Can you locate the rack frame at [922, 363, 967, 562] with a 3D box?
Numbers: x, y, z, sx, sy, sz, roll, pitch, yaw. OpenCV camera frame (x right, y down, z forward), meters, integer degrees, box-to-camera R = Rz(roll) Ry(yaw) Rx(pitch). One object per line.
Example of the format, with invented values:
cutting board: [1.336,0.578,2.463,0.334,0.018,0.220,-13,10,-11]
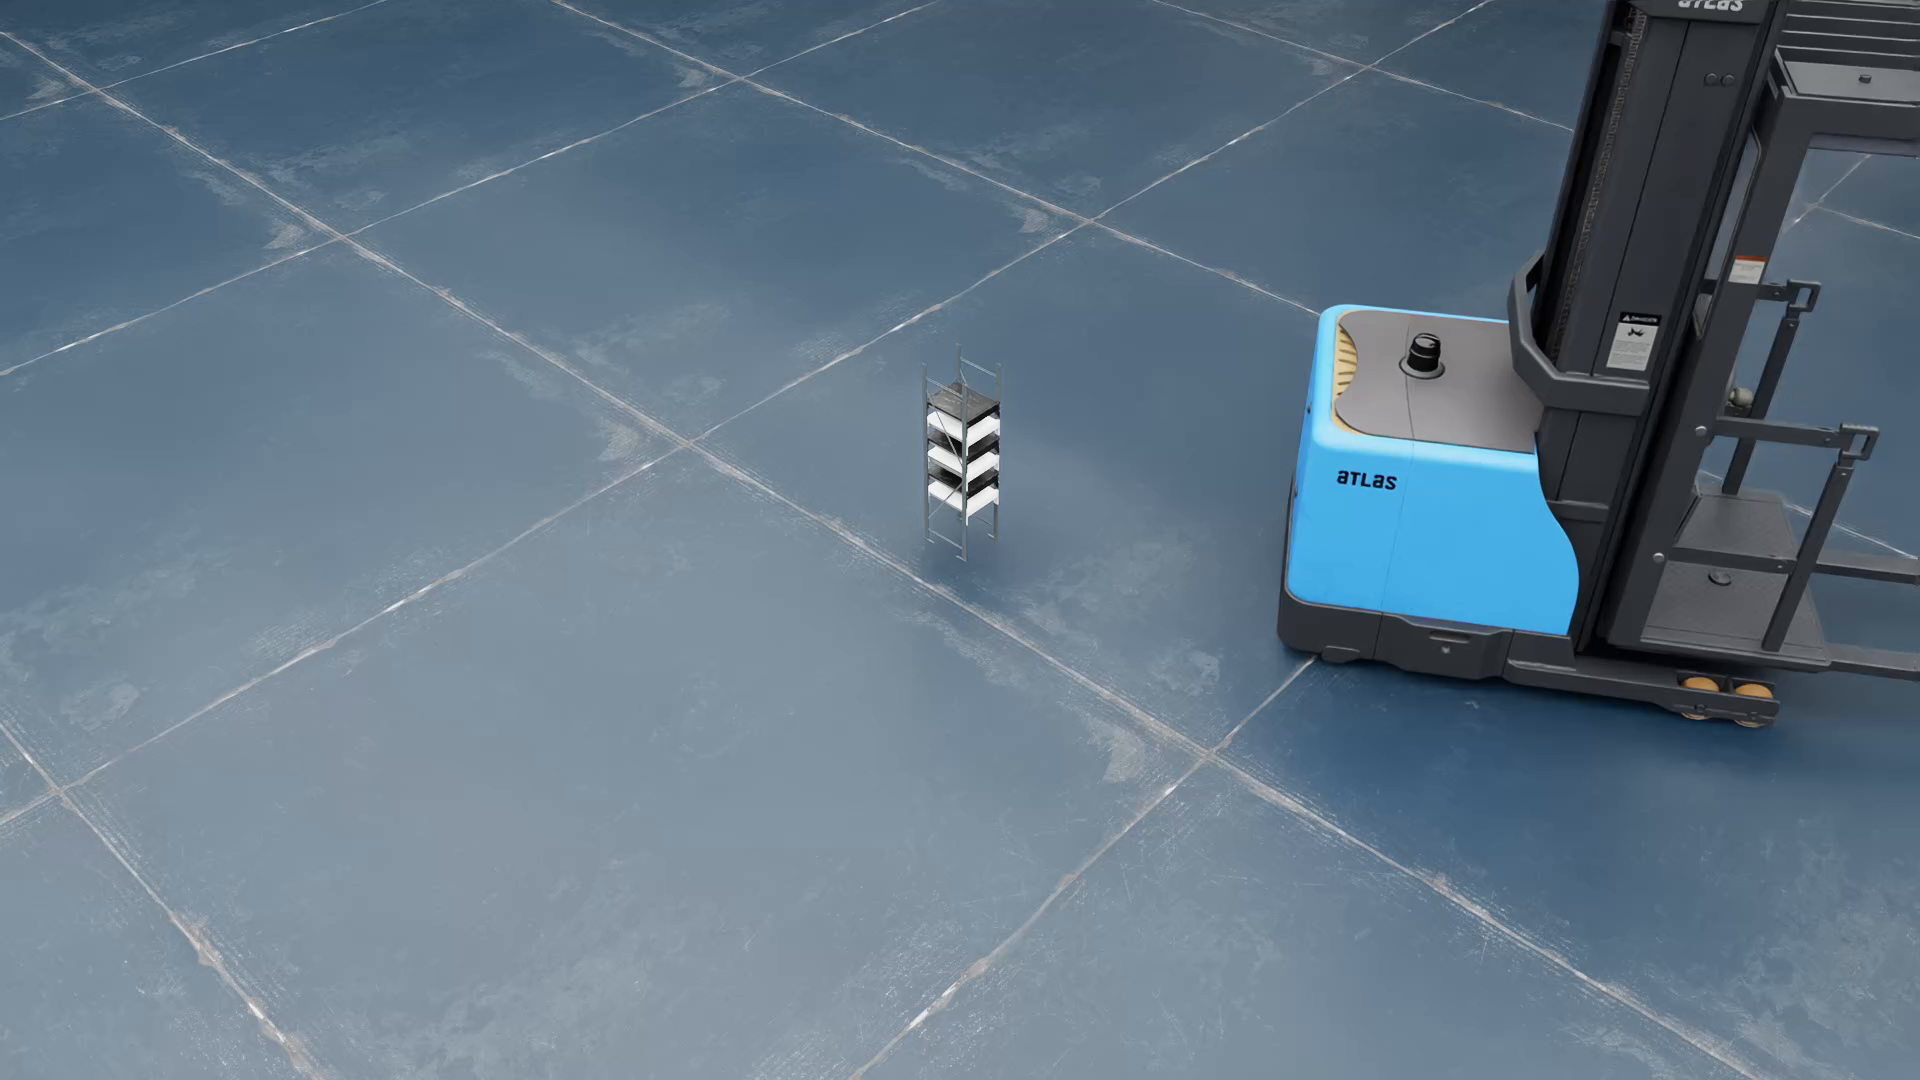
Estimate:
rack frame: [-0.063,-0.309,6.916,0.240,0.900,0.006,30,47,32]

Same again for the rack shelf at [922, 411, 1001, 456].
rack shelf: [0.005,-0.471,6.883,0.258,0.077,0.200,30,47,32]

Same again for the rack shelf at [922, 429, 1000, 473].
rack shelf: [0.005,-0.400,6.939,0.258,0.077,0.200,30,47,32]

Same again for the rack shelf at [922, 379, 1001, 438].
rack shelf: [0.005,-0.541,6.827,0.258,0.077,0.200,30,47,32]

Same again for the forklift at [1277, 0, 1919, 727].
forklift: [2.842,-0.796,5.896,3.031,2.935,1.130,7,39,9]

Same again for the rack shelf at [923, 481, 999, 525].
rack shelf: [0.005,-0.189,7.107,0.258,0.077,0.200,30,47,32]

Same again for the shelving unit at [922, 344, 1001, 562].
shelving unit: [0.005,-0.356,6.975,0.258,0.900,0.210,30,47,32]

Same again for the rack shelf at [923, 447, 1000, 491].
rack shelf: [0.005,-0.330,6.995,0.258,0.077,0.200,30,47,32]

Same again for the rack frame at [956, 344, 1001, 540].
rack frame: [0.074,-0.403,7.033,0.240,0.900,0.006,30,47,32]

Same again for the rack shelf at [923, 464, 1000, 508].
rack shelf: [0.005,-0.259,7.051,0.258,0.077,0.200,30,47,32]
